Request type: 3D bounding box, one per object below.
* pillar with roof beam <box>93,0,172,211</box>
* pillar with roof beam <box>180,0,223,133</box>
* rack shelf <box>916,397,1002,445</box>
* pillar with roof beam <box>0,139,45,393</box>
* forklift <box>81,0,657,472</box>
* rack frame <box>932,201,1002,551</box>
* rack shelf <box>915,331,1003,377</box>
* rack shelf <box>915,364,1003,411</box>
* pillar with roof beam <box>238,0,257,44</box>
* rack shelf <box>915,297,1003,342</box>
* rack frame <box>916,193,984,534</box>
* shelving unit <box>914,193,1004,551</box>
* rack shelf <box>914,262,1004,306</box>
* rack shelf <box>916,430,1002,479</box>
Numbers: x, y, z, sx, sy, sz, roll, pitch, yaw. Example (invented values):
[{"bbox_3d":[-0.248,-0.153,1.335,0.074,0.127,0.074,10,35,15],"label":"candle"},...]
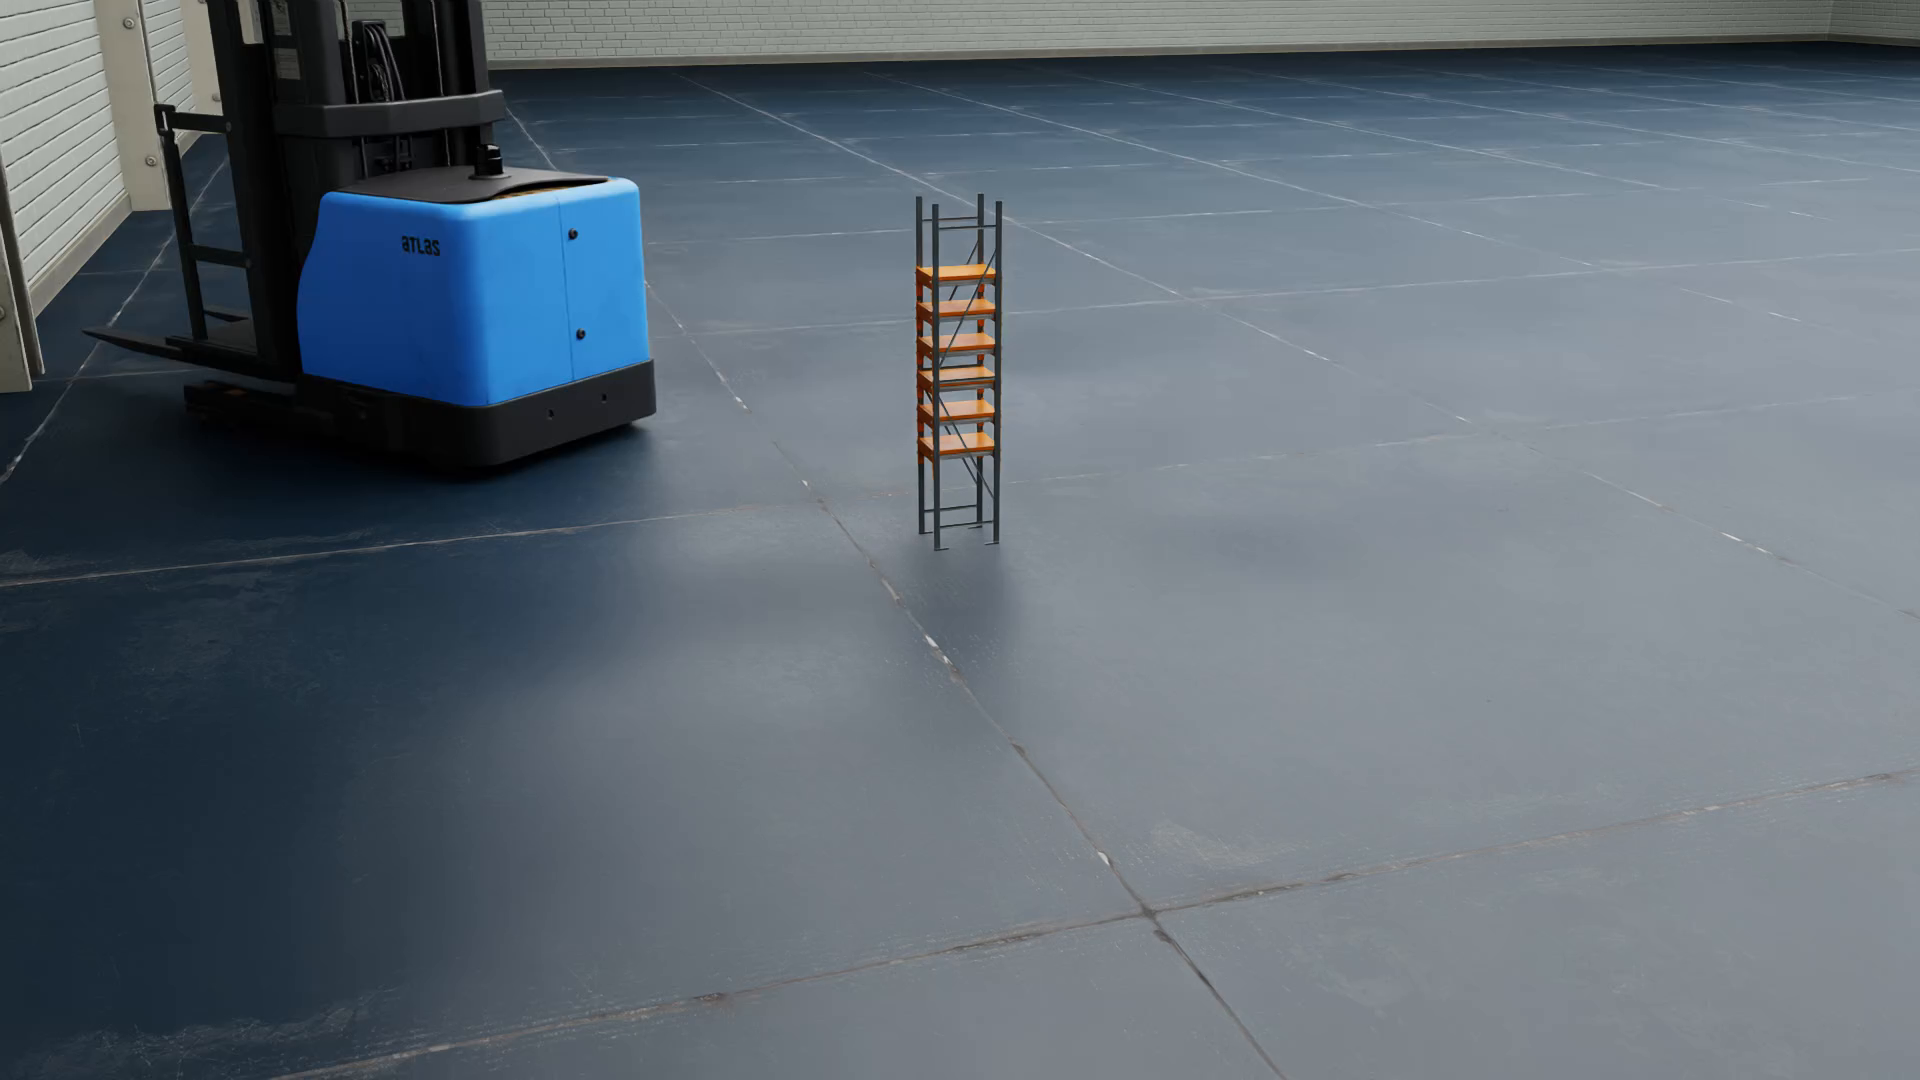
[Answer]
[{"bbox_3d":[-2.418,-7.373,13.131,9.100,9.000,0.400,-6,21,-17],"label":"pillar with roof beam"},{"bbox_3d":[-4.304,-9.298,18.491,9.100,9.000,0.400,-6,21,-17],"label":"pillar with roof beam"},{"bbox_3d":[-0.005,-0.415,5.782,0.258,0.103,0.180,-6,21,-17],"label":"rack shelf"},{"bbox_3d":[-0.532,-5.447,7.770,9.100,9.000,0.400,-6,21,-17],"label":"pillar with roof beam"},{"bbox_3d":[-2.839,-2.010,7.177,3.031,2.935,1.130,12,23,31],"label":"forklift"},{"bbox_3d":[0.024,-0.540,5.645,0.240,1.200,0.006,-6,21,-17],"label":"rack frame"},{"bbox_3d":[-0.005,-0.640,5.701,0.258,0.103,0.180,-6,21,-17],"label":"rack shelf"},{"bbox_3d":[-0.005,-0.528,5.742,0.258,0.103,0.180,-6,21,-17],"label":"rack shelf"},{"bbox_3d":[-6.189,-11.224,23.852,9.100,9.000,0.400,-6,21,-17],"label":"pillar with roof beam"},{"bbox_3d":[-0.005,-0.753,5.660,0.258,0.103,0.180,-6,21,-17],"label":"rack shelf"},{"bbox_3d":[-0.033,-0.599,5.808,0.240,1.200,0.006,-6,21,-17],"label":"rack frame"},{"bbox_3d":[-0.005,-0.569,5.727,0.258,1.200,0.189,-6,21,-17],"label":"shelving unit"},{"bbox_3d":[-0.005,-0.866,5.620,0.258,0.103,0.180,-6,21,-17],"label":"rack shelf"},{"bbox_3d":[-0.005,-0.302,5.823,0.258,0.103,0.180,-6,21,-17],"label":"rack shelf"}]
